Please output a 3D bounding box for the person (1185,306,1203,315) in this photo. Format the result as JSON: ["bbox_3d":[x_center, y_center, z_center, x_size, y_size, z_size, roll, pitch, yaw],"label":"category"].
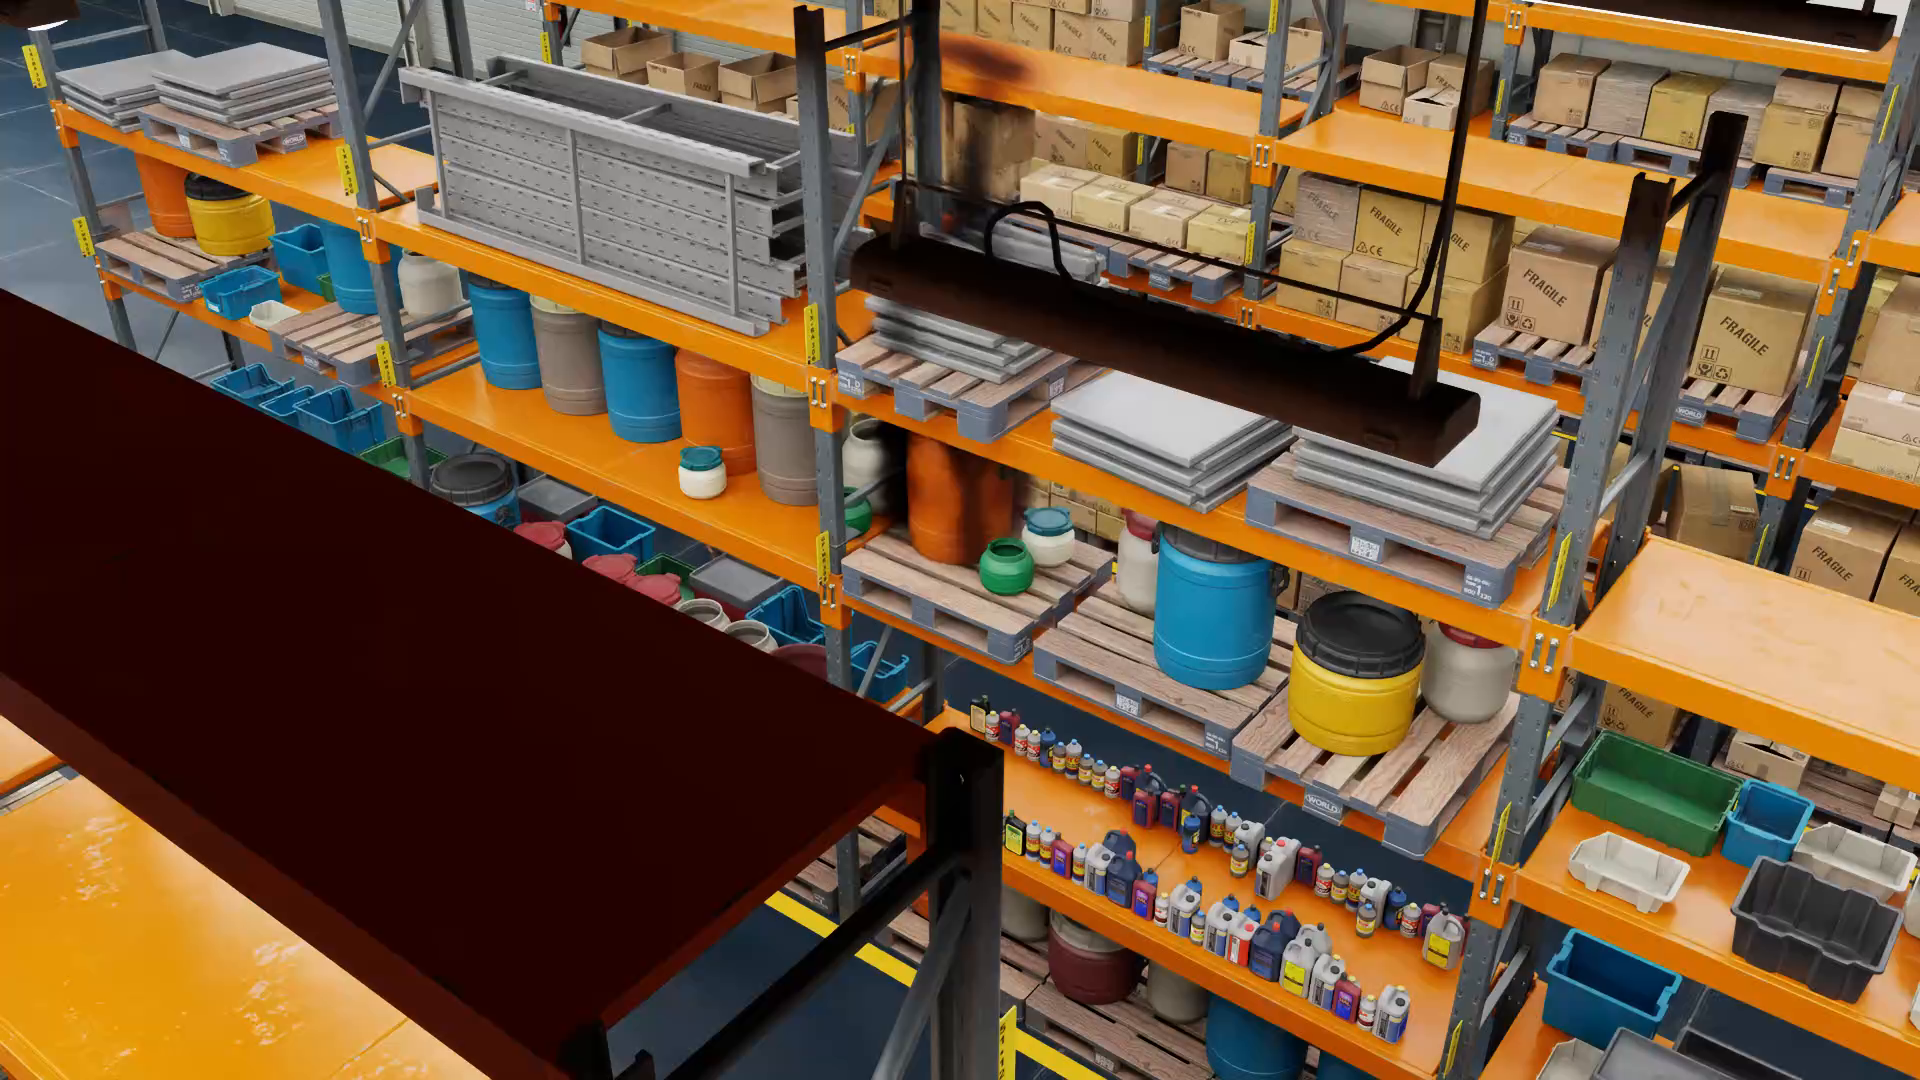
[{"bbox_3d":[2.558,-1.480,16.249,0.977,1.612,0.642,20,37,30],"label":"person"}]

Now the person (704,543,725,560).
[{"bbox_3d":[-1.746,0.116,13.443,0.752,1.626,1.072,-17,35,-26],"label":"person"}]
